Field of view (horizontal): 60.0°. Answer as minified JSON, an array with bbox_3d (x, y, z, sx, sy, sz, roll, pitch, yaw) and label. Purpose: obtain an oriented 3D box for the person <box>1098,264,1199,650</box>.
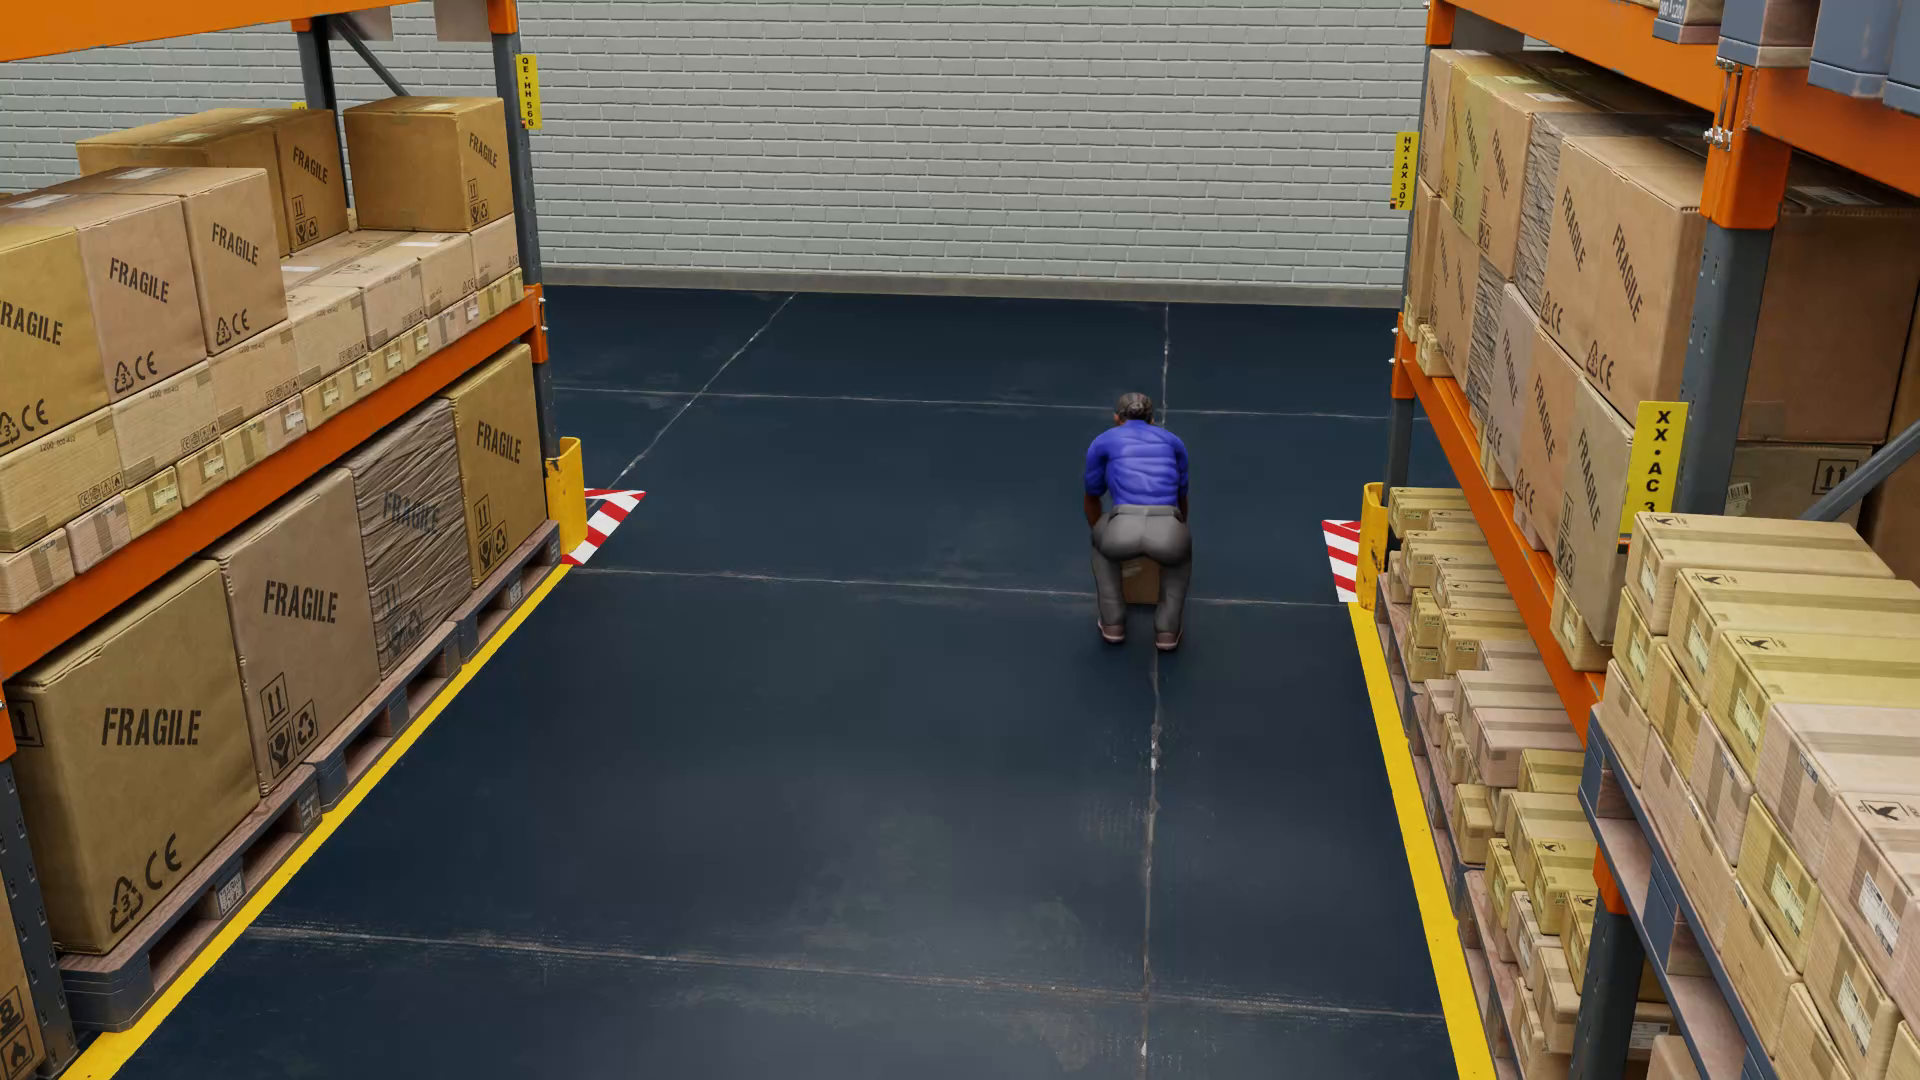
[{"bbox_3d":[0.780,-0.364,7.038,0.412,1.657,0.510,2,21,5],"label":"person"}]
